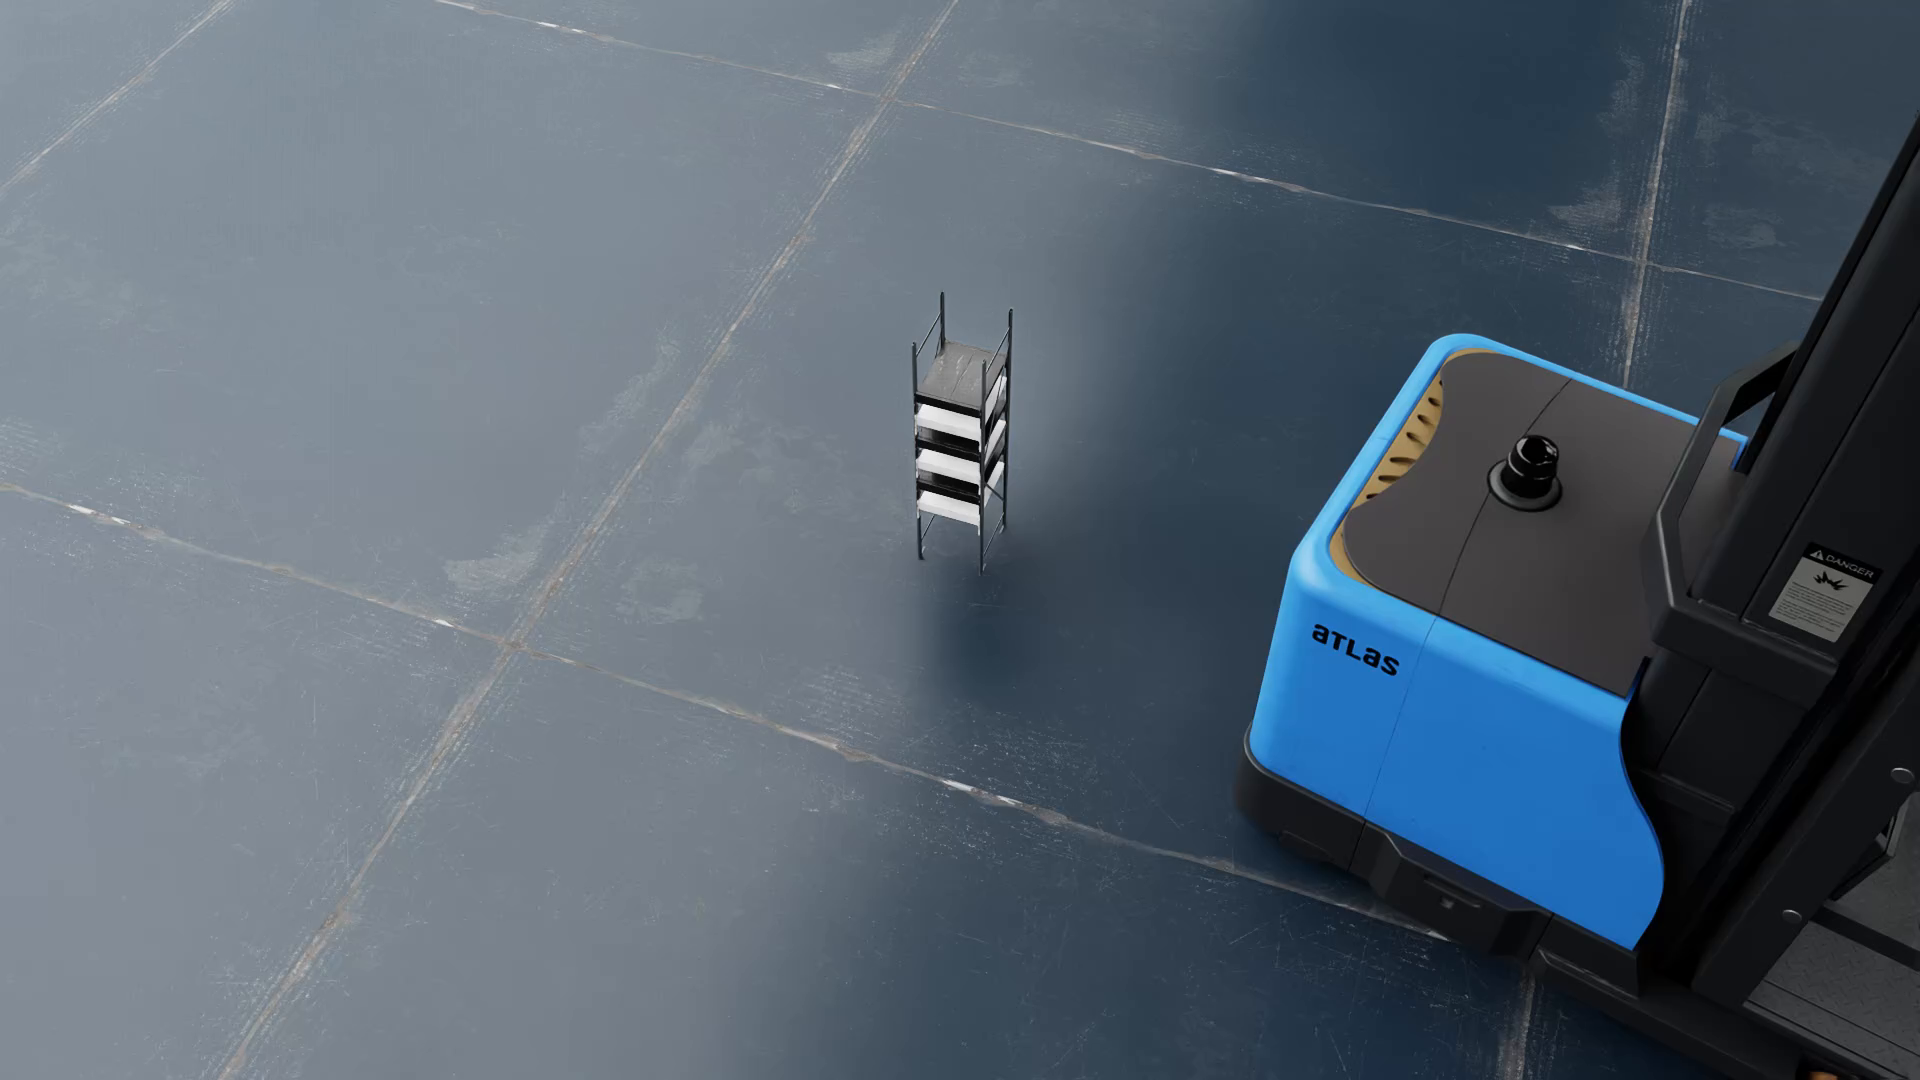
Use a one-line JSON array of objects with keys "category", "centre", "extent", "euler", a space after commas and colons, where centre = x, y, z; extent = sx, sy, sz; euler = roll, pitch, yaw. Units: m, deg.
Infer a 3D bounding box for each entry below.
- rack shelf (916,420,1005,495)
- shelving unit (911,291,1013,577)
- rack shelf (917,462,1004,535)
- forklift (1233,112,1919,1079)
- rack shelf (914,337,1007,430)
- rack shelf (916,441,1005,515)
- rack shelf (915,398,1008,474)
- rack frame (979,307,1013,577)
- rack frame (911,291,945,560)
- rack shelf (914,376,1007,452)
[{"category": "rack shelf", "centre": [0.008, -0.271, 4.933], "extent": [0.200, 0.077, 0.258], "euler": [16, 51, 13]}, {"category": "shelving unit", "centre": [0.008, -0.293, 4.908], "extent": [0.210, 0.900, 0.258], "euler": [16, 51, 13]}, {"category": "rack shelf", "centre": [0.008, -0.153, 5.069], "extent": [0.200, 0.077, 0.258], "euler": [16, 51, 13]}, {"category": "forklift", "centre": [2.266, 0.086, 3.236], "extent": [3.031, 2.935, 1.130], "euler": [26, 54, 20]}, {"category": "rack shelf", "centre": [0.008, -0.448, 4.729], "extent": [0.200, 0.077, 0.258], "euler": [16, 51, 13]}, {"category": "rack shelf", "centre": [0.008, -0.212, 5.001], "extent": [0.200, 0.077, 0.258], "euler": [16, 51, 13]}, {"category": "rack shelf", "centre": [0.008, -0.330, 4.865], "extent": [0.200, 0.077, 0.258], "euler": [16, 51, 13]}, {"category": "rack frame", "centre": [0.103, -0.266, 4.885], "extent": [0.006, 0.900, 0.240], "euler": [16, 51, 13]}, {"category": "rack frame", "centre": [-0.088, -0.319, 4.931], "extent": [0.006, 0.900, 0.240], "euler": [16, 51, 13]}, {"category": "rack shelf", "centre": [0.008, -0.389, 4.797], "extent": [0.200, 0.077, 0.258], "euler": [16, 51, 13]}]
